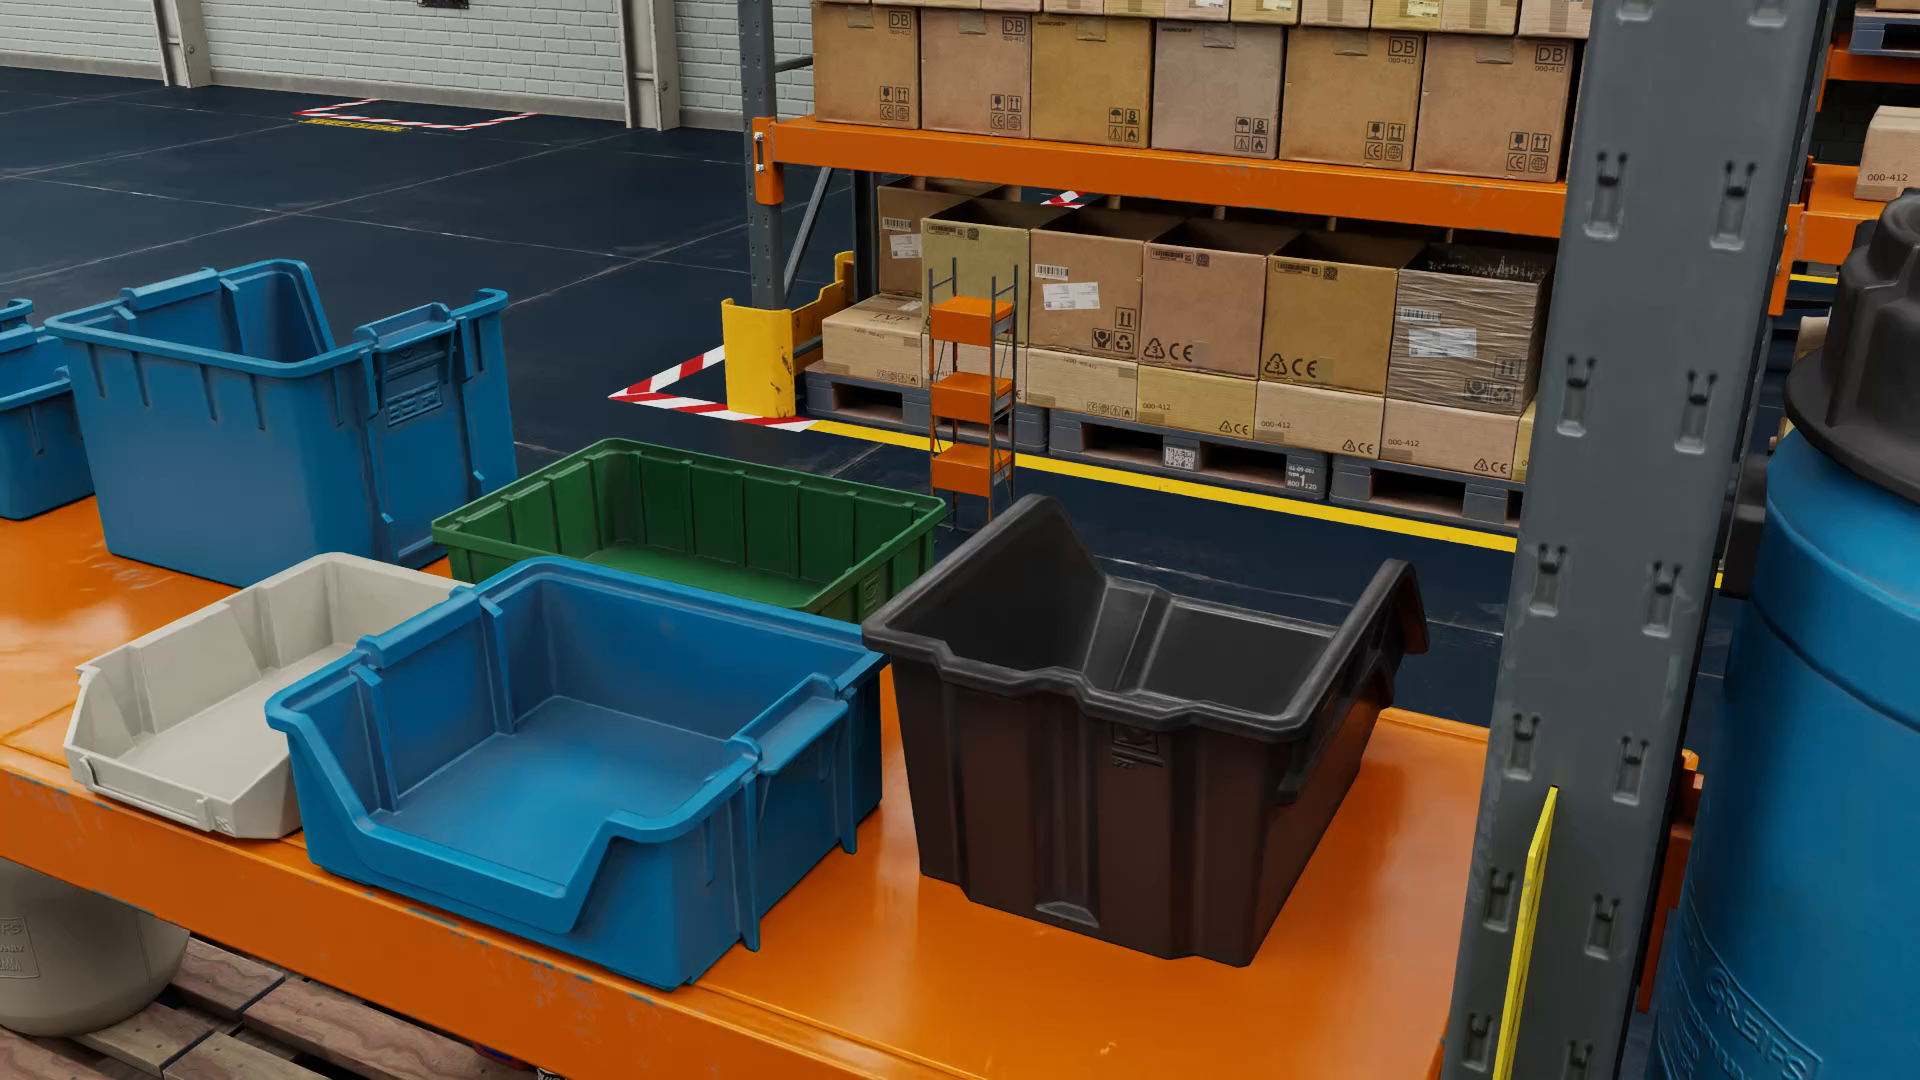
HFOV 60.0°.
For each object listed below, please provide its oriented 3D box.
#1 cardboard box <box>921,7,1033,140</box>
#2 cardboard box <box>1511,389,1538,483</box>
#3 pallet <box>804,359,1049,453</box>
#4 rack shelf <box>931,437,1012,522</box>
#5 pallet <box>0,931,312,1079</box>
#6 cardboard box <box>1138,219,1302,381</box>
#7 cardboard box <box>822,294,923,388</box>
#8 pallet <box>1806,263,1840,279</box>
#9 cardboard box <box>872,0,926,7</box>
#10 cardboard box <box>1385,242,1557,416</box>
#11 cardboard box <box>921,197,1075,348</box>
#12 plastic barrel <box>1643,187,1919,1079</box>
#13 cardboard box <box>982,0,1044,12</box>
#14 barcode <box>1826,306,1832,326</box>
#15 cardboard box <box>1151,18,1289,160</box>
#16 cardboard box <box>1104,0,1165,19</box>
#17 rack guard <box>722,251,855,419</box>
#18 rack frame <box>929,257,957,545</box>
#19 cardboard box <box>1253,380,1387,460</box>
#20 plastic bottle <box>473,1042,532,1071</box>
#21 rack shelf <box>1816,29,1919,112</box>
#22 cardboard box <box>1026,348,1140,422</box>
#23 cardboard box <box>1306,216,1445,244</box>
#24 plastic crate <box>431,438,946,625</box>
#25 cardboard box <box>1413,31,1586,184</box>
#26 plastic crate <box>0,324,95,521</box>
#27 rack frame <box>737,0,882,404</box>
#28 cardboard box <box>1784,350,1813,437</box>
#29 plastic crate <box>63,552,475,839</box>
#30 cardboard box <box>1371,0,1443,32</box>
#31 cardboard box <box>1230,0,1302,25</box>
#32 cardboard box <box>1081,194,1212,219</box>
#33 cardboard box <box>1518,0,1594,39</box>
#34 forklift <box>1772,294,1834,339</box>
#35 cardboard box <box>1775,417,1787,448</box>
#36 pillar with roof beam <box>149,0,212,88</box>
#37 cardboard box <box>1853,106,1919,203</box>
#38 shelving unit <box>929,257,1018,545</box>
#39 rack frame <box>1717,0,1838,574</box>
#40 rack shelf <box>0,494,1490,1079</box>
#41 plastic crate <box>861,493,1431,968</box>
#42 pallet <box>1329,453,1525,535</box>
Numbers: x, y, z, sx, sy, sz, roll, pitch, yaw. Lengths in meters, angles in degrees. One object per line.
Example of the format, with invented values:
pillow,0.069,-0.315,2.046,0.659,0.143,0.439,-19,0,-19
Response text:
cardboard box,0.223,-2.019,7.036,0.500,0.500,0.700,12,26,26
cardboard box,2.399,-0.378,6.282,0.500,0.250,0.500,11,25,25
pallet,0.043,-0.747,7.737,1.213,0.211,1.003,11,25,25
rack shelf,0.048,-0.208,6.135,0.240,0.259,0.215,11,25,25
pallet,-2.085,1.004,3.619,1.213,0.211,1.003,11,25,25
cardboard box,1.057,-0.986,6.753,0.500,0.500,0.500,11,25,25
cardboard box,-0.280,-0.906,7.525,0.500,0.250,0.500,11,25,25
pallet,5.839,-1.755,10.107,1.213,0.211,1.003,11,25,25
cardboard box,-0.168,-2.305,6.881,0.250,0.149,0.380,10,25,23
cardboard box,1.958,-0.815,6.353,0.500,0.500,0.500,11,25,25
cardboard box,0.167,-1.164,7.172,0.500,0.500,0.500,11,25,25
plastic barrel,0.881,0.228,1.240,0.708,0.901,0.600,11,25,25
cardboard box,0.278,-2.215,6.669,0.250,0.149,0.380,11,25,24
barcode,2.951,-0.748,5.581,0.075,0.075,0.001,11,25,25
cardboard box,1.135,-1.837,6.610,0.500,0.500,0.700,12,26,26
cardboard box,0.745,-2.124,6.455,0.250,0.149,0.380,11,25,24
rack guard,-0.680,-1.005,7.973,0.348,0.500,1.175,11,25,25
rack frame,-0.061,-0.495,6.073,0.008,1.050,0.200,11,25,25
cardboard box,1.504,-0.553,6.694,0.500,0.250,0.500,11,25,25
plastic bottle,-0.895,0.889,3.236,0.133,0.283,0.061,11,25,25
rack shelf,6.928,-2.491,9.194,4.000,0.370,1.077,11,25,25
cardboard box,0.614,-0.731,7.112,0.500,0.250,0.500,11,25,25
cardboard box,1.746,-1.085,6.987,0.500,0.500,0.500,11,25,25
plastic crate,-0.411,0.044,2.584,0.662,0.188,0.450,11,25,25
cardboard box,2.039,-1.657,6.187,0.500,0.500,0.700,11,25,24
plastic crate,-1.738,-0.252,3.201,0.408,0.251,0.499,11,25,25
rack frame,-0.658,-2.151,7.474,0.127,3.000,1.000,11,25,25
cardboard box,3.168,-0.470,5.783,0.500,0.311,0.500,11,26,25
plastic crate,-0.890,0.208,2.265,0.437,0.136,0.530,11,25,25
cardboard box,1.665,-1.942,6.028,0.250,0.149,0.380,11,25,24
cardboard box,1.201,-2.033,6.240,0.250,0.149,0.380,12,26,26
cardboard box,0.854,-1.261,7.402,0.500,0.500,0.500,11,25,25
cardboard box,2.117,-1.852,5.815,0.250,0.149,0.380,10,25,23
forklift,3.246,-2.374,8.088,3.031,2.935,1.130,5,24,12
cardboard box,3.160,-0.215,5.898,0.500,0.250,0.500,11,25,23
pillar with roof beam,-10.063,-7.436,12.237,0.400,9.000,9.100,11,25,25
cardboard box,3.370,-1.304,5.674,0.500,0.250,0.500,13,26,28
shelving unit,0.048,-0.474,6.022,0.252,1.050,0.215,11,25,25
rack frame,2.911,-1.444,5.813,0.127,3.000,1.000,11,25,25
rack shelf,-1.112,0.263,2.718,4.000,0.370,1.077,11,25,25
plastic crate,0.263,0.177,2.081,0.504,0.338,0.767,11,25,25
pallet,2.221,-0.316,6.724,1.213,0.211,1.003,11,25,25
